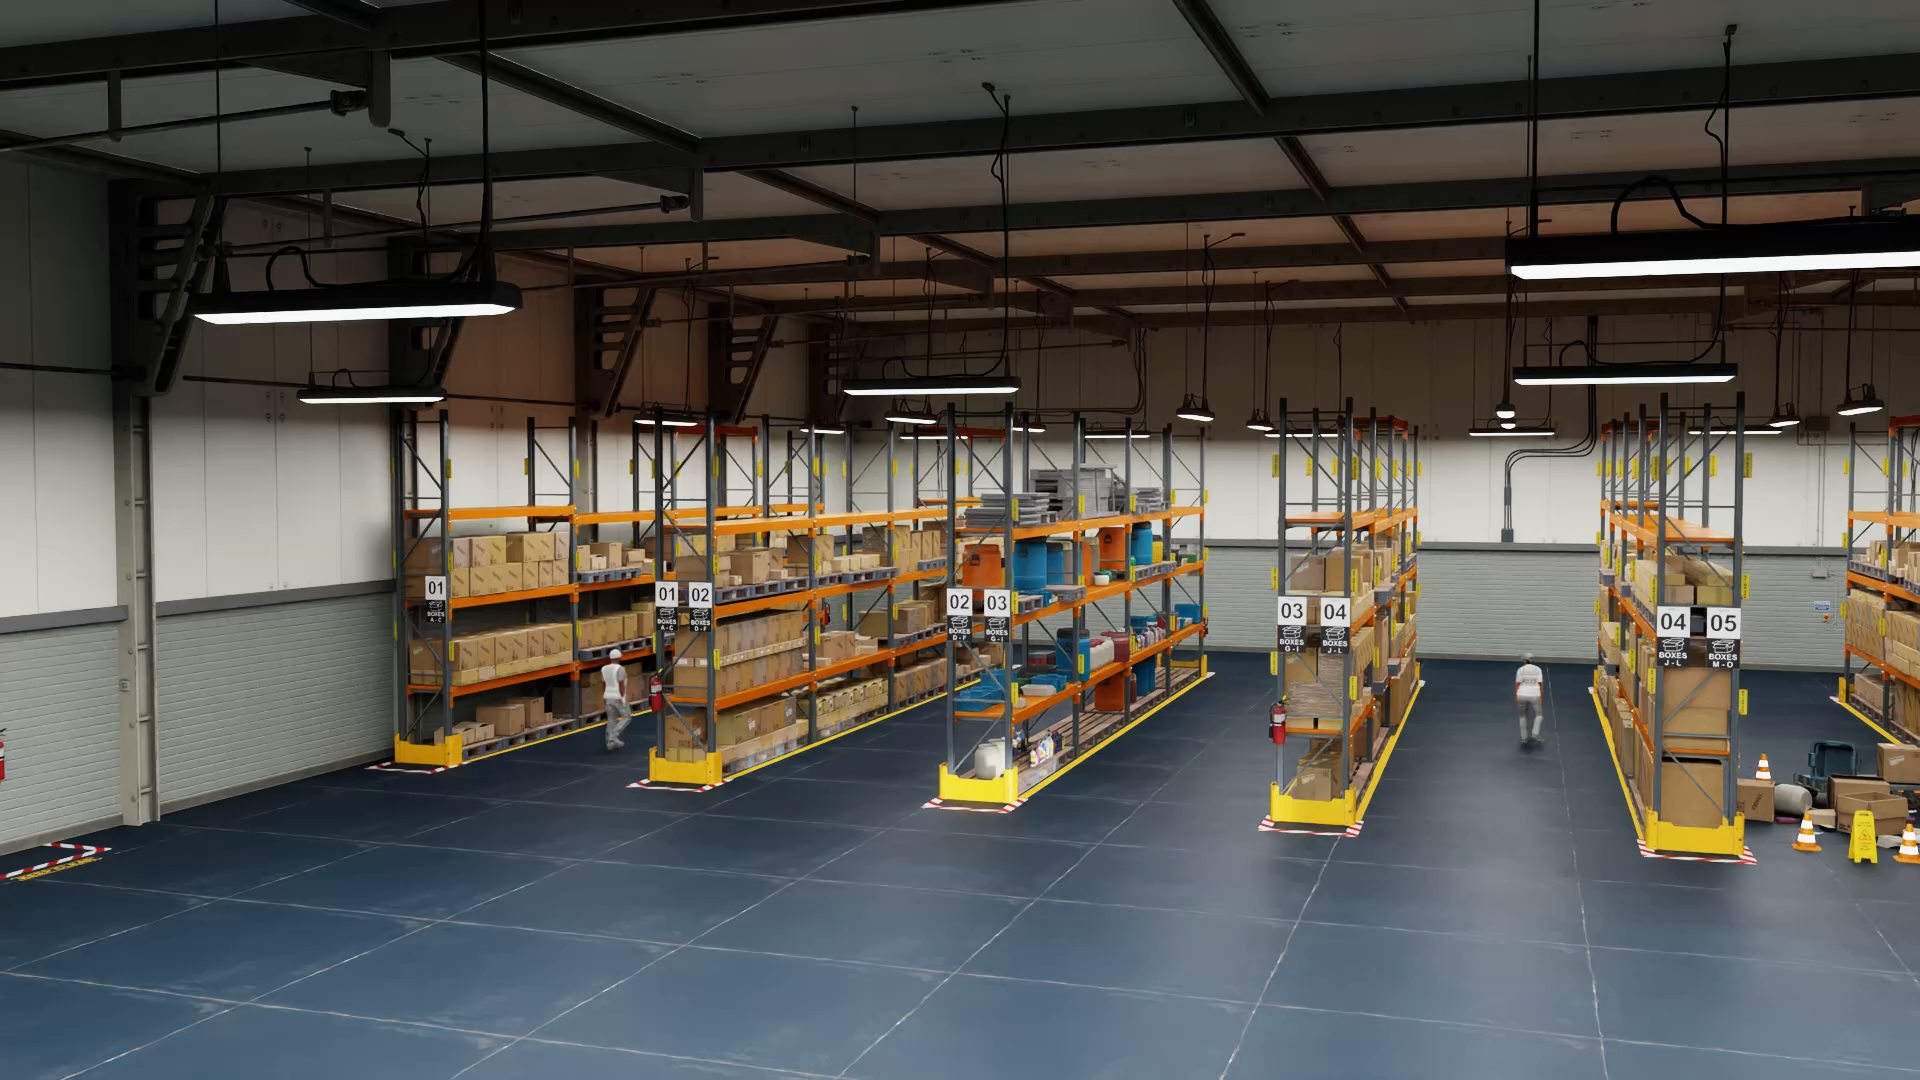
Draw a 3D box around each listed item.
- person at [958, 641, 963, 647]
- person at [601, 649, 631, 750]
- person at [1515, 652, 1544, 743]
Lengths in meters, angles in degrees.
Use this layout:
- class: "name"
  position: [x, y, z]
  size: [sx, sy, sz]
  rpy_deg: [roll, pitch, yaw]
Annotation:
- class: "person"
  position: [0.032, 2.182, 45.811]
  size: [0.491, 1.677, 0.569]
  rpy_deg: [-1, 3, -28]
- class: "person"
  position: [-6.176, 2.837, 29.638]
  size: [0.594, 1.775, 0.505]
  rpy_deg: [1, 3, 31]
- class: "person"
  position: [10.371, 2.879, 30.257]
  size: [0.531, 1.660, 0.498]
  rpy_deg: [1, 3, 21]
